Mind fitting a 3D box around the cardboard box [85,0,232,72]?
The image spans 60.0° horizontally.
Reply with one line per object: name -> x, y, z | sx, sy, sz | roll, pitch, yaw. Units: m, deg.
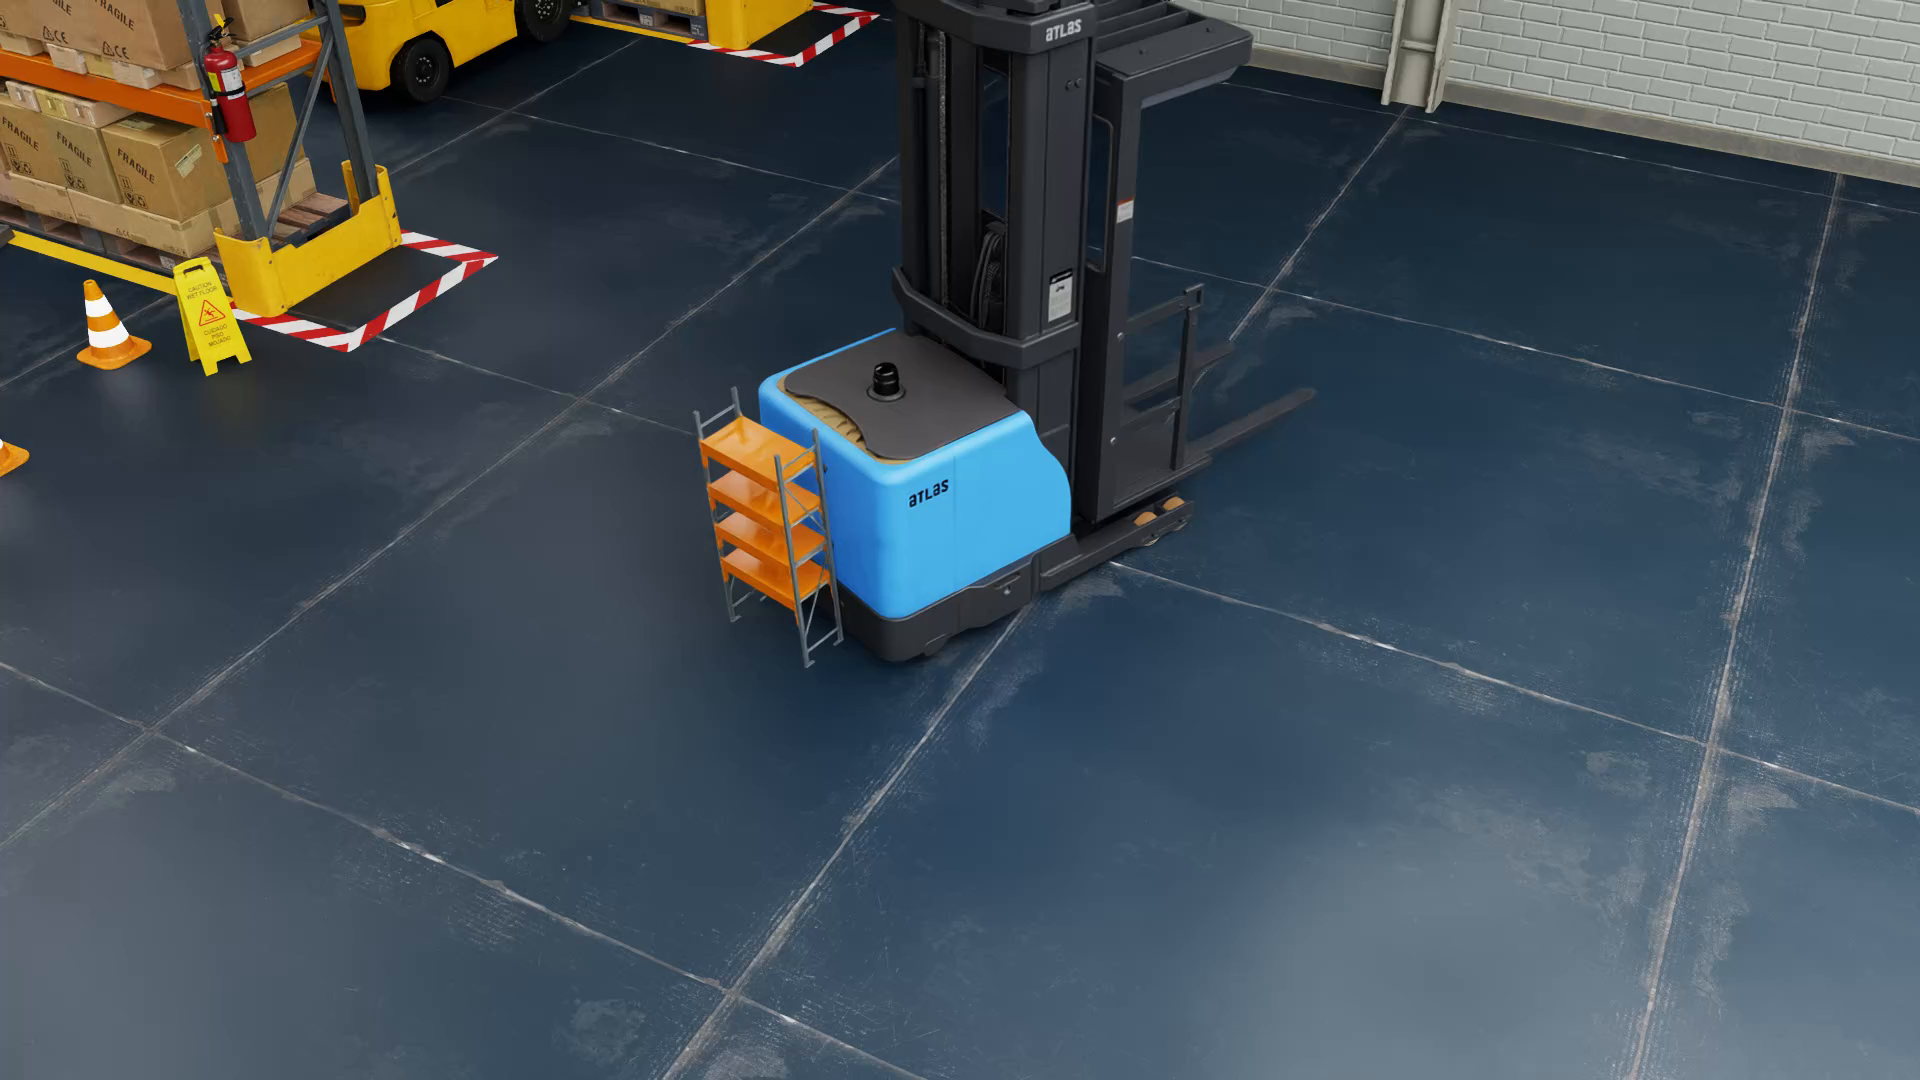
cardboard box -> -4.570, -3.025, 9.445 | 0.500, 0.500, 0.500 | 17, 40, 21

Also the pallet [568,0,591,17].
pallet -> -3.459, -4.949, 14.614 | 1.213, 0.211, 1.003 | 17, 41, 21

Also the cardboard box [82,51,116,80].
cardboard box -> -4.885, -2.846, 9.746 | 0.250, 0.149, 0.380 | 17, 40, 21

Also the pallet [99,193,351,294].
pallet -> -4.734, -2.019, 10.754 | 1.213, 0.211, 1.003 | 17, 41, 21

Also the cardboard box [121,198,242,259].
cardboard box -> -4.824, -2.022, 10.380 | 0.500, 0.250, 0.500 | 17, 40, 21

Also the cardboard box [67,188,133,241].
cardboard box -> -5.259, -2.164, 10.566 | 0.500, 0.250, 0.500 | 18, 41, 22

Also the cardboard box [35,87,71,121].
cardboard box -> -5.371, -2.713, 10.133 | 0.250, 0.149, 0.380 | 18, 41, 22

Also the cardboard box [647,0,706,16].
cardboard box -> -2.244, -4.562, 13.726 | 0.500, 0.250, 0.500 | 18, 41, 22

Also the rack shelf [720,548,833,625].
rack shelf -> -0.818, 0.164, 7.486 | 0.480, 0.148, 0.258 | 28, 49, 31

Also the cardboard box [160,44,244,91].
cardboard box -> -4.392, -2.752, 9.623 | 0.250, 0.149, 0.380 | 19, 41, 23

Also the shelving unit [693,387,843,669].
shelving unit -> -0.830, -0.039, 7.315 | 0.503, 1.200, 0.258 | 28, 49, 31

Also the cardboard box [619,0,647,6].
cardboard box -> -2.681, -4.706, 13.915 | 0.500, 0.250, 0.500 | 17, 41, 21

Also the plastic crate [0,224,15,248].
plastic crate -> -6.496, -1.936, 10.754 | 0.583, 0.080, 0.402 | 4, 37, 6

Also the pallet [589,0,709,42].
pallet -> -2.380, -4.609, 14.167 | 1.213, 0.211, 1.003 | 17, 41, 21

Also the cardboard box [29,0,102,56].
cardboard box -> -5.012, -3.166, 9.631 | 0.500, 0.500, 0.500 | 17, 41, 22

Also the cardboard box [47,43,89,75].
cardboard box -> -5.128, -2.901, 9.819 | 0.250, 0.149, 0.380 | 18, 41, 22

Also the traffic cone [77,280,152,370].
traffic cone -> -4.936, -1.280, 9.573 | 0.334, 0.463, 0.336 | 17, 41, 21

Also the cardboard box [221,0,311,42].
cardboard box -> -4.254, -3.302, 9.810 | 0.500, 0.500, 0.500 | 17, 40, 21

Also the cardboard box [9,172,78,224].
cardboard box -> -5.726, -2.306, 10.754 | 0.500, 0.250, 0.500 | 16, 40, 20

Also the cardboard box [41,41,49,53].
cardboard box -> -5.291, -3.048, 10.012 | 0.250, 0.149, 0.380 | 18, 41, 22

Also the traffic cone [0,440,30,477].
traffic cone -> -5.145, -0.589, 8.663 | 0.334, 0.463, 0.336 | 17, 41, 21

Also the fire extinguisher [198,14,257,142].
fire extinguisher -> -4.071, -2.553, 9.216 | 0.183, 0.674, 0.296 | 17, 41, 21

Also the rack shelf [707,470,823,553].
rack shelf -> -0.837, -0.159, 7.215 | 0.480, 0.148, 0.258 | 28, 49, 31

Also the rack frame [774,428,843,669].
rack frame -> -0.645, 0.057, 7.188 | 0.015, 1.200, 0.240 | 28, 49, 31

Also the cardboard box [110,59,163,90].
cardboard box -> -4.668, -2.763, 9.637 | 0.250, 0.149, 0.380 | 17, 40, 21

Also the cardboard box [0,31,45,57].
cardboard box -> -5.560, -3.070, 10.042 | 0.250, 0.149, 0.380 | 17, 40, 21

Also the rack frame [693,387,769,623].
rack frame -> -1.014, -0.136, 7.443 | 0.015, 1.200, 0.240 | 28, 49, 31

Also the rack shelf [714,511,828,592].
rack shelf -> -0.827, 0.012, 7.359 | 0.480, 0.148, 0.258 | 28, 49, 31

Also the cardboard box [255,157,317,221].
cardboard box -> -4.550, -2.308, 10.756 | 0.500, 0.250, 0.500 | 17, 40, 21

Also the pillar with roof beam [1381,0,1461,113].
pillar with roof beam -> 1.463, -4.617, 6.909 | 0.400, 9.000, 9.100 | 17, 41, 21

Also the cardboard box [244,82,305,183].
cardboard box -> -4.572, -2.613, 10.538 | 0.500, 0.500, 0.500 | 16, 40, 20

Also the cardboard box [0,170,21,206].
cardboard box -> -6.162, -2.450, 10.943 | 0.500, 0.250, 0.500 | 17, 40, 21

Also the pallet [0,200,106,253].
pallet -> -5.813, -2.359, 11.202 | 1.213, 0.211, 1.003 | 17, 41, 21

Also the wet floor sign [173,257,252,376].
wet floor sign -> -4.284, -1.298, 9.446 | 0.267, 0.644, 0.232 | -29, 46, -33

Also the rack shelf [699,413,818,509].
rack shelf -> -0.847, -0.340, 7.063 | 0.480, 0.148, 0.258 | 28, 49, 31

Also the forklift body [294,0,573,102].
forklift body -> -4.205, -4.739, 12.734 | 1.214, 2.155, 2.313 | 17, 41, 21

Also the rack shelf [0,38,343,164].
rack shelf -> -5.737, -3.133, 10.511 | 4.000, 0.370, 1.077 | 17, 41, 21

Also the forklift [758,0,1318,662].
forklift -> 0.543, -1.363, 7.641 | 3.031, 2.935, 1.130 | -26, 44, -30

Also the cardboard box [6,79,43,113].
cardboard box -> -5.604, -2.787, 10.230 | 0.250, 0.149, 0.380 | 19, 41, 23

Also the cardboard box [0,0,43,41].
cardboard box -> -5.455, -3.307, 9.817 | 0.500, 0.500, 0.500 | 17, 40, 21

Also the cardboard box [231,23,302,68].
cardboard box -> -4.168, -2.969, 9.908 | 0.250, 0.149, 0.380 | 18, 41, 22

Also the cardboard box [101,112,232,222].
cardboard box -> -4.792, -2.317, 10.148 | 0.500, 0.500, 0.500 | 18, 41, 22

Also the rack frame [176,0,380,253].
rack frame -> -3.961, -2.863, 9.561 | 0.127, 3.000, 1.000 | 17, 41, 21

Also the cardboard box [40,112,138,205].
cardboard box -> -5.257, -2.460, 10.336 | 0.500, 0.500, 0.500 | 19, 41, 23

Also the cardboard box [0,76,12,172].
cardboard box -> -6.173, -2.750, 10.718 | 0.500, 0.500, 0.500 | 20, 41, 24

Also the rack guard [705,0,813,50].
rack guard -> -1.660, -4.527, 13.820 | 0.348, 0.500, 1.175 | 17, 41, 21

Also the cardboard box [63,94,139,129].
cardboard box -> -5.149, -2.641, 10.038 | 0.250, 0.149, 0.380 | 19, 41, 23

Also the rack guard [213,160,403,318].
rack guard -> -4.029, -1.889, 10.344 | 0.348, 0.500, 1.175 | 17, 41, 21

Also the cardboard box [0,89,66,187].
cardboard box -> -5.702, -2.604, 10.526 | 0.500, 0.500, 0.500 | 16, 40, 20
